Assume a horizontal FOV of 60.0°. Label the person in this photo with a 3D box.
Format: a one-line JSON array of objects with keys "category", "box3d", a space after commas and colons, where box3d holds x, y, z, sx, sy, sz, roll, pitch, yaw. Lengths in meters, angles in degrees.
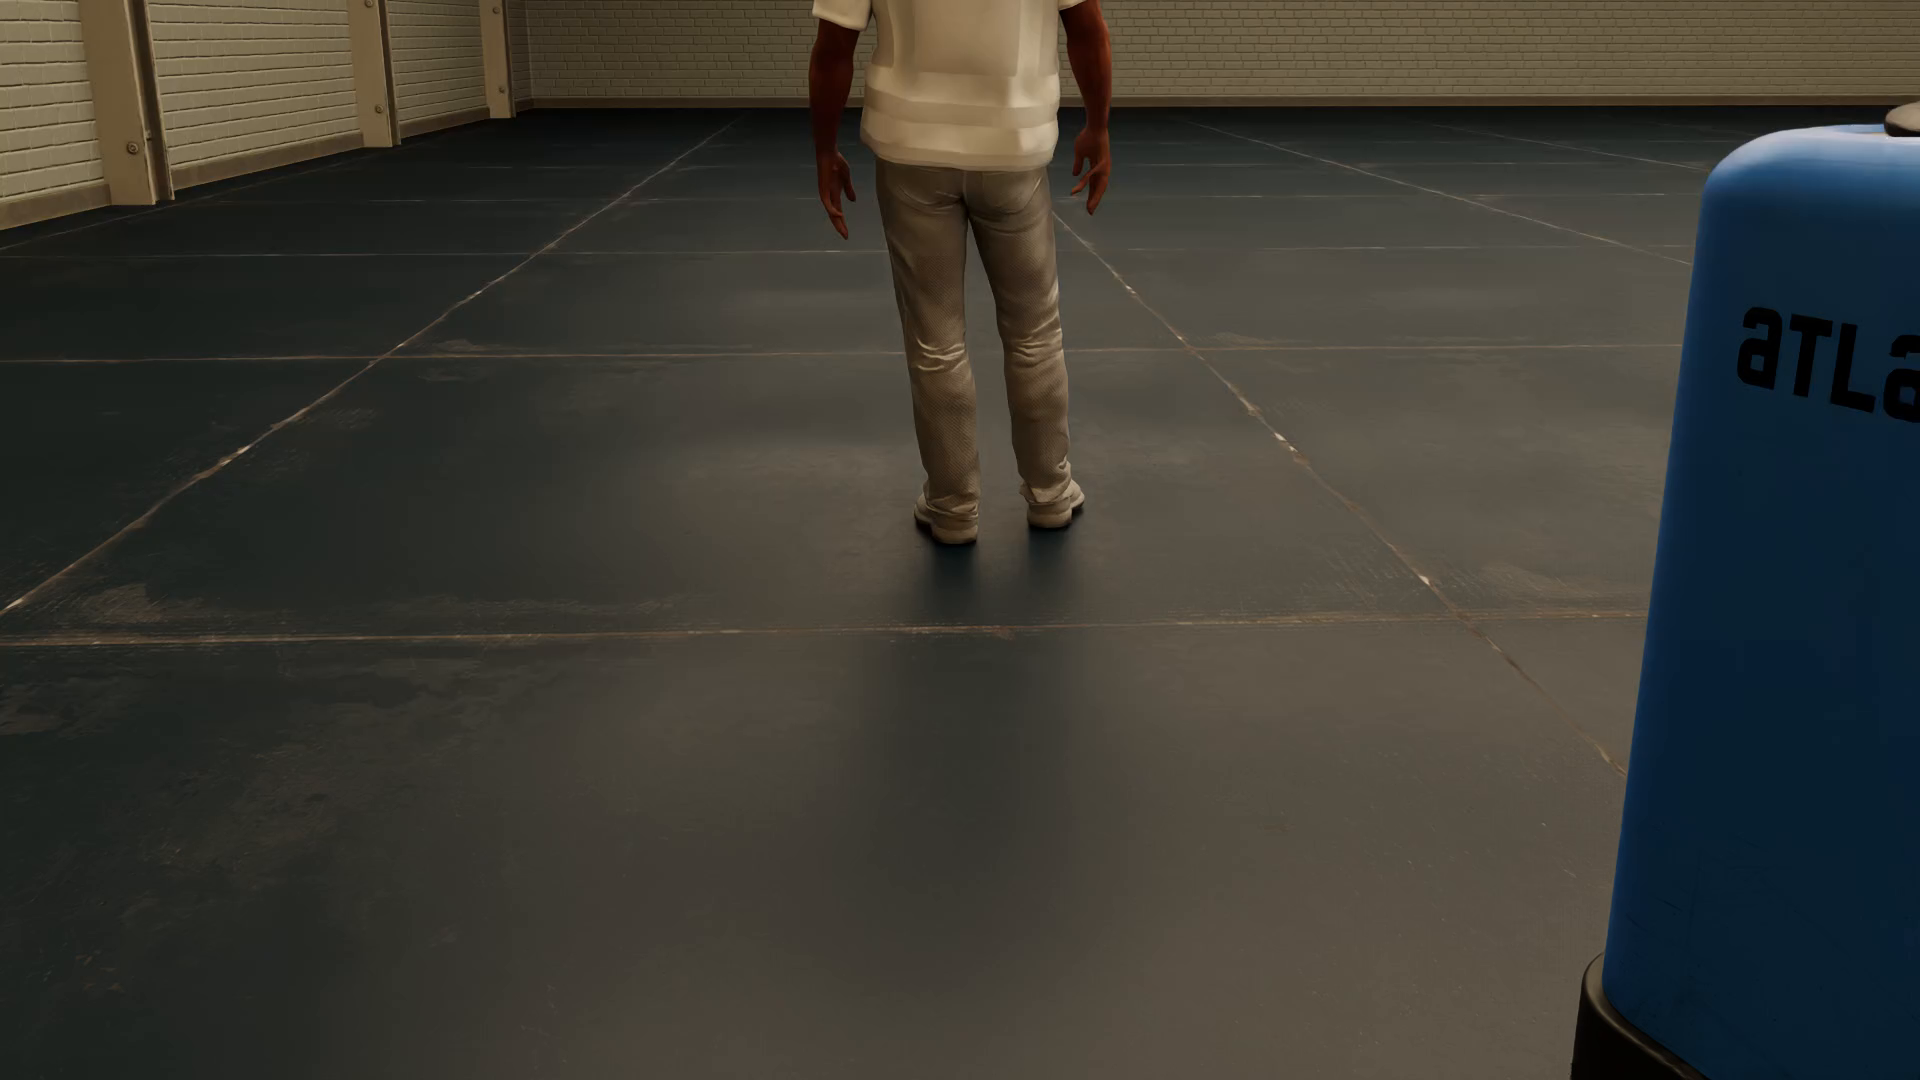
[{"category": "person", "box3d": [0.003, -0.872, 3.724, 0.665, 1.765, 0.577, -1, 17, -3]}]
